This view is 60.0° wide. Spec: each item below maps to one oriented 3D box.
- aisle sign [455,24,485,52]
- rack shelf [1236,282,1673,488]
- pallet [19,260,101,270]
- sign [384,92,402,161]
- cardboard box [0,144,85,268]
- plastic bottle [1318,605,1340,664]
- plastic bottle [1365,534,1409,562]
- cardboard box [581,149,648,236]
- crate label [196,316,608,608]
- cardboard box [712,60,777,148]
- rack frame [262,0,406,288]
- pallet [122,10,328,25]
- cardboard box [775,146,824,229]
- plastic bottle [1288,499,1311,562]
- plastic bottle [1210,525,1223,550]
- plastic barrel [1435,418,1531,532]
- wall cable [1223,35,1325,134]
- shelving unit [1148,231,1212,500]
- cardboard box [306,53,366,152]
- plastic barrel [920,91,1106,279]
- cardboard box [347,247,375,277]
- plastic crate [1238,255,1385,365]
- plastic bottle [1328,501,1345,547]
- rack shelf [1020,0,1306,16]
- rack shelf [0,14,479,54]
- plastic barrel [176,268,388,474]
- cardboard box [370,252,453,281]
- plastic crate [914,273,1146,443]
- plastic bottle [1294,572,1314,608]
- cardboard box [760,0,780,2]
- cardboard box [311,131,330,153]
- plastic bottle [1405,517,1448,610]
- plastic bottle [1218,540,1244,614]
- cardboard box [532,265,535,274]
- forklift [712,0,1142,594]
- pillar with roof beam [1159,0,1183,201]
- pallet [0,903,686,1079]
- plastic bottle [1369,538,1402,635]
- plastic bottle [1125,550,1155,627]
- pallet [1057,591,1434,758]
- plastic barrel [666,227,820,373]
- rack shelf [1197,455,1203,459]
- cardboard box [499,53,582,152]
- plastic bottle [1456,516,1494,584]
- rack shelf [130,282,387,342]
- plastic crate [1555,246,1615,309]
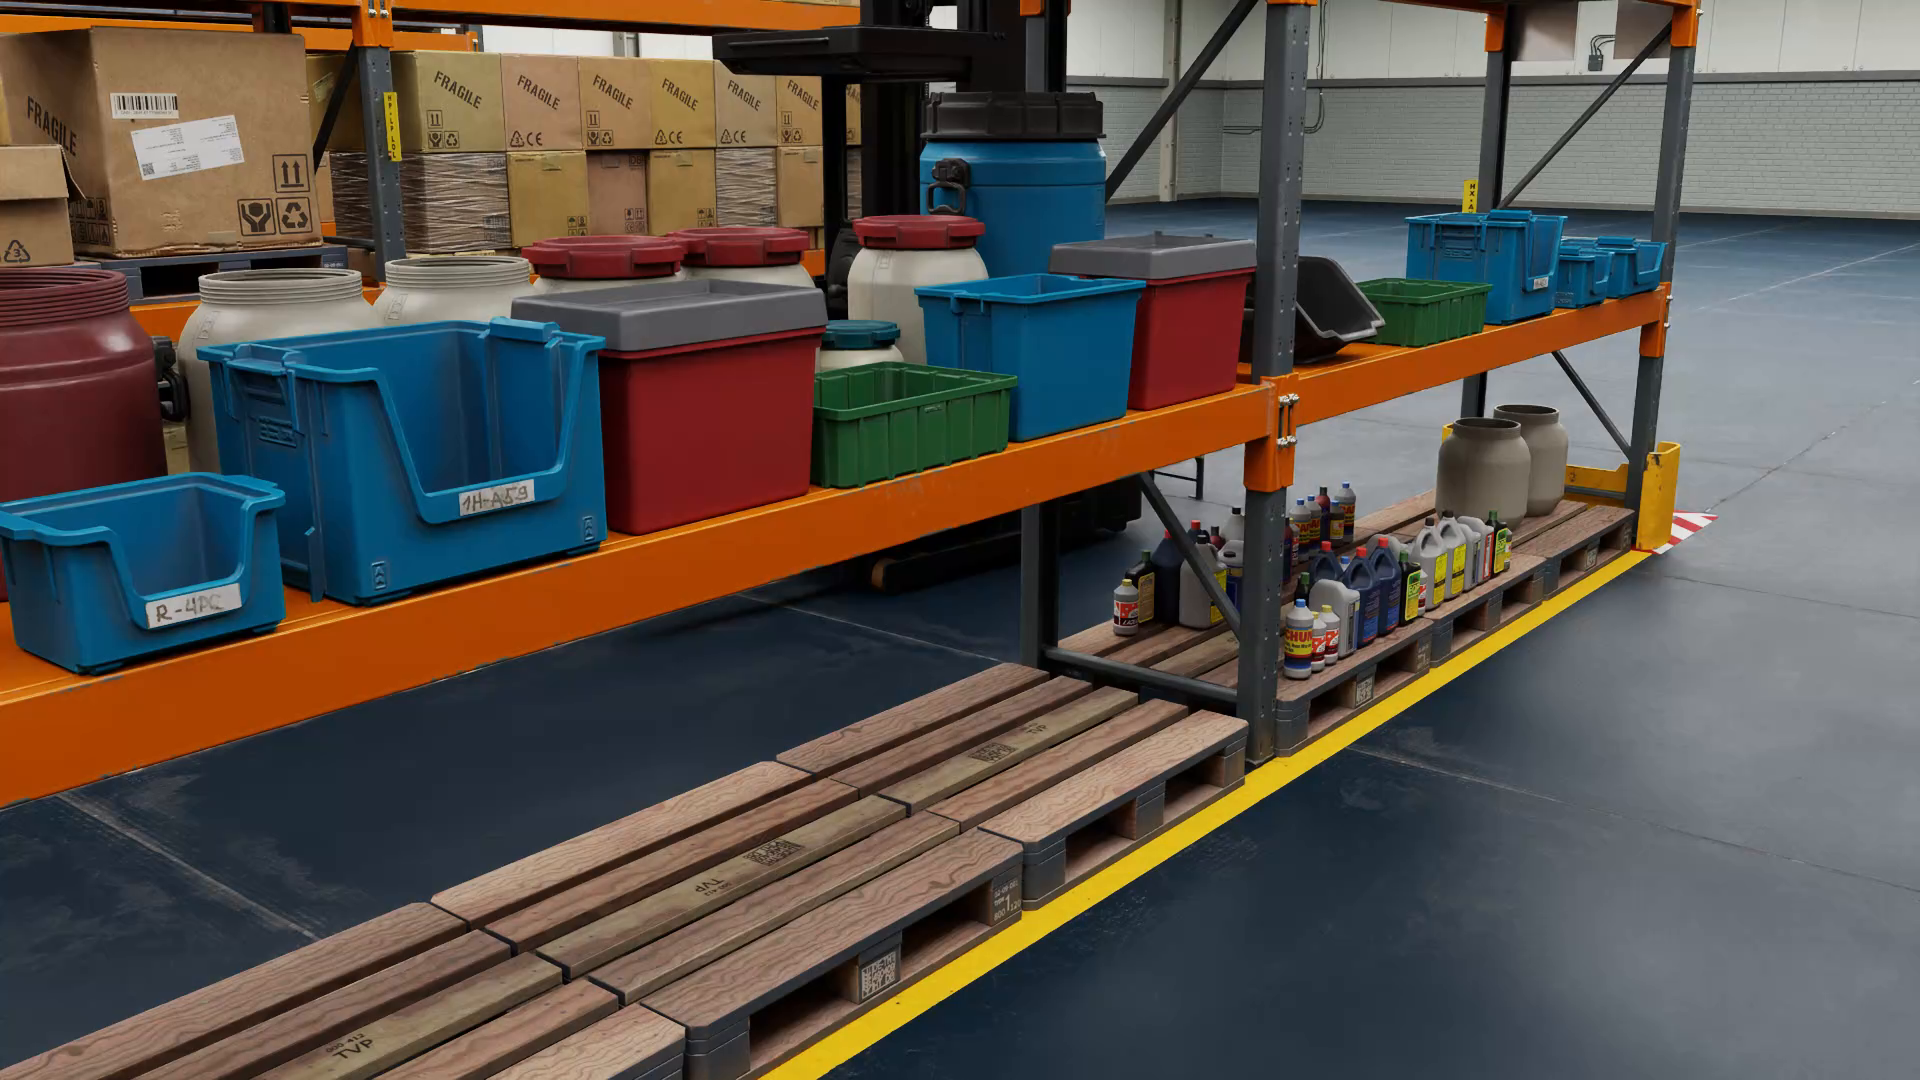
[{"bbox_3d":[-4.207,-4.321,14.261,0.394,0.787,0.004,11,18,38],"label":"aisle sign"},{"bbox_3d":[1.905,-0.809,7.176,1.077,0.370,4.000,11,18,38],"label":"rack shelf"},{"bbox_3d":[-4.506,-1.067,7.122,1.003,0.211,1.213,11,18,38],"label":"pallet"},{"bbox_3d":[-2.771,-2.017,8.119,0.100,0.325,0.005,11,18,38],"label":"sign"},{"bbox_3d":[-4.222,-1.448,7.169,0.797,0.503,0.637,14,20,43],"label":"cardboard box"},{"bbox_3d":[1.317,0.336,5.997,0.097,0.201,0.097,0,14,0],"label":"plastic bottle"},{"bbox_3d":[1.733,0.106,6.751,0.152,0.276,0.135,11,18,38],"label":"plastic bottle"},{"bbox_3d":[-2.296,-2.012,9.643,0.875,0.500,0.500,11,18,38],"label":"cardboard box"},{"bbox_3d":[-1.031,-0.174,3.144,0.502,0.435,0.616,11,18,38],"label":"crate label"},{"bbox_3d":[-1.470,-2.649,10.119,0.500,0.500,0.500,11,18,38],"label":"cardboard box"},{"bbox_3d":[-3.204,-1.541,8.597,1.000,3.000,0.127,11,18,38],"label":"rack frame"},{"bbox_3d":[-5.709,-4.126,12.862,1.003,0.211,1.213,11,18,38],"label":"pallet"},{"bbox_3d":[-1.278,-2.284,10.716,0.875,0.500,0.500,11,18,38],"label":"cardboard box"},{"bbox_3d":[1.502,-0.048,7.366,0.097,0.271,0.097,0,14,0],"label":"plastic bottle"},{"bbox_3d":[1.019,0.086,6.814,0.061,0.283,0.133,13,19,41],"label":"plastic bottle"},{"bbox_3d":[2.493,-0.305,7.929,0.421,0.512,0.421,0,14,0],"label":"plastic barrel"},{"bbox_3d":[8.335,-12.122,44.369,3.097,2.526,0.112,11,18,38],"label":"wall cable"},{"bbox_3d":[0.983,-0.935,9.258,0.755,1.500,0.431,-13,19,-41],"label":"shelving unit"},{"bbox_3d":[-3.136,-2.347,8.932,0.500,0.500,0.500,11,18,38],"label":"cardboard box"},{"bbox_3d":[0.169,-0.990,5.411,0.600,0.901,0.708,11,18,38],"label":"plastic barrel"},{"bbox_3d":[-3.298,-1.506,8.969,0.380,0.149,0.250,11,18,38],"label":"cardboard box"},{"bbox_3d":[1.076,-0.825,5.905,0.767,0.338,0.504,11,18,38],"label":"plastic crate"},{"bbox_3d":[1.715,-0.079,7.631,0.097,0.201,0.097,0,14,0],"label":"plastic bottle"},{"bbox_3d":[-0.609,-1.497,3.791,1.077,0.370,4.000,11,18,38],"label":"rack shelf"},{"bbox_3d":[-5.742,-3.816,12.922,1.077,0.370,4.000,11,18,38],"label":"rack shelf"},{"bbox_3d":[-1.386,-0.293,3.456,0.421,0.512,0.421,0,14,0],"label":"plastic barrel"},{"bbox_3d":[-2.835,-1.414,8.607,0.380,0.149,0.250,11,18,38],"label":"cardboard box"},{"bbox_3d":[0.197,-0.507,4.561,0.392,0.384,0.575,11,18,38],"label":"plastic crate"},{"bbox_3d":[1.288,0.253,6.158,0.061,0.283,0.133,11,18,38],"label":"plastic bottle"},{"bbox_3d":[-1.436,-3.364,9.984,0.500,0.250,0.500,12,18,39],"label":"cardboard box"},{"bbox_3d":[-5.480,-3.419,13.492,0.875,0.550,0.550,11,18,38],"label":"cardboard box"},{"bbox_3d":[1.864,0.088,6.670,0.144,0.351,0.185,11,18,37],"label":"plastic bottle"},{"bbox_3d":[1.080,0.146,6.595,0.152,0.276,0.135,11,18,38],"label":"plastic bottle"},{"bbox_3d":[-2.383,-1.561,9.187,0.380,0.149,0.250,11,18,38],"label":"cardboard box"},{"bbox_3d":[-0.459,-1.315,7.846,3.031,2.935,1.130,-13,19,-41],"label":"forklift"},{"bbox_3d":[8.803,-12.601,39.949,9.100,9.000,0.400,11,18,38],"label":"pillar with roof beam"},{"bbox_3d":[-1.349,1.201,3.468,1.003,0.211,1.213,11,18,38],"label":"pallet"},{"bbox_3d":[1.597,0.170,6.350,0.144,0.351,0.185,10,18,35],"label":"plastic bottle"},{"bbox_3d":[0.694,0.186,6.424,0.061,0.283,0.133,12,19,40],"label":"plastic bottle"},{"bbox_3d":[1.102,0.455,6.404,1.003,0.211,1.213,11,18,38],"label":"pallet"},{"bbox_3d":[-0.585,-0.551,4.422,0.433,0.535,0.433,0,14,0],"label":"plastic barrel"},{"bbox_3d":[0.983,-0.619,9.338,0.720,0.370,0.431,-13,19,-41],"label":"rack shelf"},{"bbox_3d":[-2.411,-2.361,8.987,0.500,0.500,0.500,11,18,38],"label":"cardboard box"},{"bbox_3d":[2.169,0.030,7.052,0.152,0.276,0.135,11,18,38],"label":"plastic bottle"},{"bbox_3d":[-4.461,-0.809,7.178,1.077,0.370,4.000,11,18,38],"label":"rack shelf"},{"bbox_3d":[2.668,-1.203,7.568,0.499,0.251,0.408,11,18,38],"label":"plastic crate"}]
